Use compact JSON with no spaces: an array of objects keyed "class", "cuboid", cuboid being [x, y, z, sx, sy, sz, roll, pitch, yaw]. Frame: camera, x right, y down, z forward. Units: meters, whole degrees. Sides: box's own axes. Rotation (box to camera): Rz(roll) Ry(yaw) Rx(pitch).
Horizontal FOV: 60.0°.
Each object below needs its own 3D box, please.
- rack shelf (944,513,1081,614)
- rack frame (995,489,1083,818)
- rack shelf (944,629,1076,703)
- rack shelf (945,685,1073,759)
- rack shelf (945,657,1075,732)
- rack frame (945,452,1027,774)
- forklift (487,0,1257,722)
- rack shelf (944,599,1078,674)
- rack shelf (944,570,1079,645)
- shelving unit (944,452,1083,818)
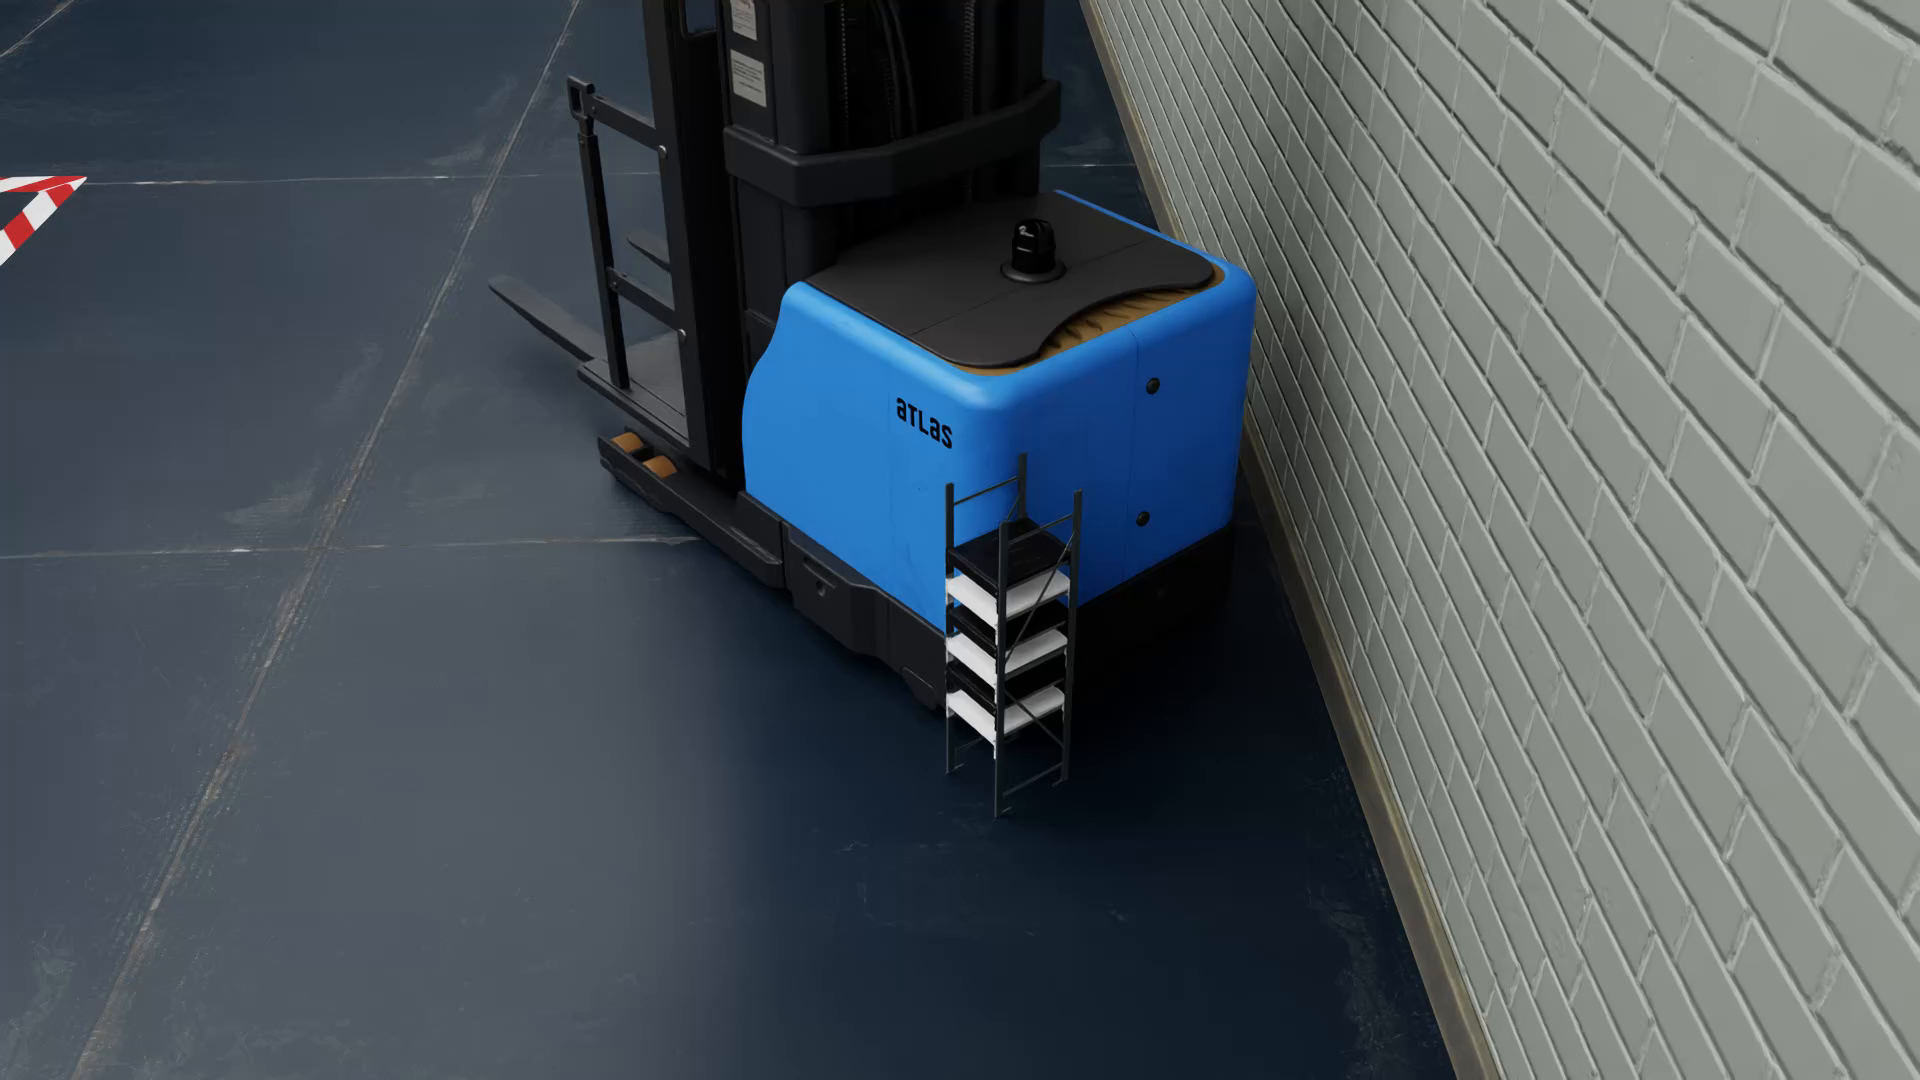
[{"class":"rack shelf","cuboid":[0.124,0.054,3.966,0.258,0.077,0.200,-23,41,-30]},{"class":"rack frame","cuboid":[0.186,0.294,4.034,0.240,0.900,0.006,-23,41,-30]},{"class":"rack shelf","cuboid":[0.124,0.276,4.120,0.258,0.077,0.200,-23,41,-30]},{"class":"rack shelf","cuboid":[0.124,0.424,4.222,0.258,0.077,0.200,-23,41,-30]},{"class":"rack shelf","cuboid":[0.124,0.350,4.171,0.258,0.077,0.200,-23,41,-30]},{"class":"rack frame","cuboid":[0.063,0.202,4.167,0.240,0.900,0.006,-23,41,-30]},{"class":"forklift","cuboid":[-0.542,-1.477,4.809,1.130,2.935,3.031,-26,43,-33]},{"class":"rack shelf","cuboid":[0.124,0.202,4.068,0.258,0.077,0.200,-23,41,-30]},{"class":"rack shelf","cuboid":[0.124,0.128,4.017,0.258,0.077,0.200,-23,41,-30]},{"class":"shelving unit","cuboid":[0.124,0.248,4.101,0.258,0.900,0.210,-23,41,-30]}]
